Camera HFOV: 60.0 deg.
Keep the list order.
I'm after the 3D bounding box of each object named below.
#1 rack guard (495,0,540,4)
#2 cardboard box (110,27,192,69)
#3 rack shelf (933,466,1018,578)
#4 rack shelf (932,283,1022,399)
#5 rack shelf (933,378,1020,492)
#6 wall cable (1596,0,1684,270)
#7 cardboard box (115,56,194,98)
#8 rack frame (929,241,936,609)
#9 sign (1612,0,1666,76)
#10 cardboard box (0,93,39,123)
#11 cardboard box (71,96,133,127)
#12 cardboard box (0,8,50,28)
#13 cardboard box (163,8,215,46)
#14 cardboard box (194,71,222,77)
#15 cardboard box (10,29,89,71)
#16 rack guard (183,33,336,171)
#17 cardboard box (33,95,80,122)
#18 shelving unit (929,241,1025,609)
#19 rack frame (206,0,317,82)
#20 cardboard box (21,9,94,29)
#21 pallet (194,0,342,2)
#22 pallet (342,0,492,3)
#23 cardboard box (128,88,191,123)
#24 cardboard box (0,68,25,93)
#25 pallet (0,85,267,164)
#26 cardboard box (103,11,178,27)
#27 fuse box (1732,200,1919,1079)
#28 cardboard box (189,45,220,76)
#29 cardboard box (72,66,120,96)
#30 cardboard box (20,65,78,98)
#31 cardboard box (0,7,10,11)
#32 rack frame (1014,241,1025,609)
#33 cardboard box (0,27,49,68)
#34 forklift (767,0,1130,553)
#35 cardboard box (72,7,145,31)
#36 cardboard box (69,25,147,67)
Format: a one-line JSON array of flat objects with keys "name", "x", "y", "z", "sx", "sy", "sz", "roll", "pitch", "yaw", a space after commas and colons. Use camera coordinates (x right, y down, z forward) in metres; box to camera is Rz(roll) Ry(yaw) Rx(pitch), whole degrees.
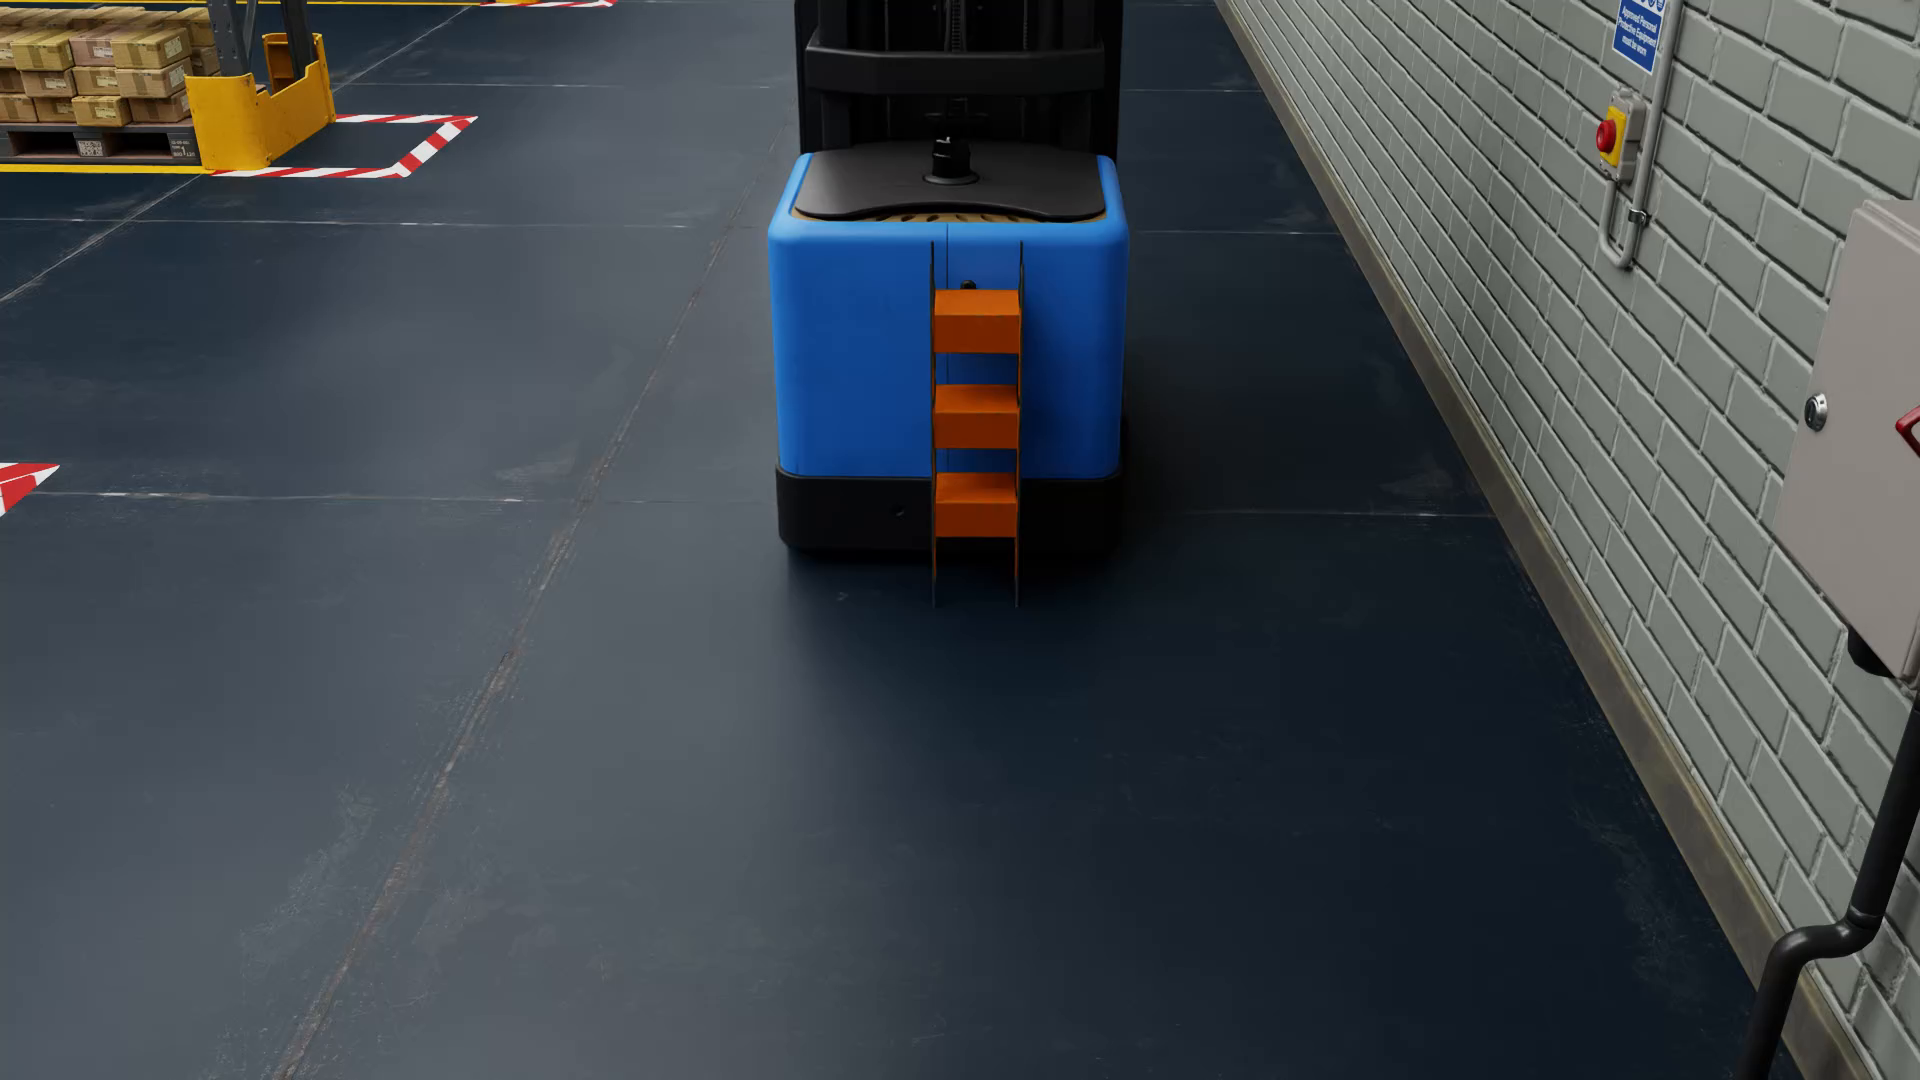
[{"name": "rack guard", "x": -3.570, "y": -4.821, "z": 13.810, "sx": 0.348, "sy": 0.500, "sz": 1.175, "roll": 1, "pitch": 28, "yaw": 2}, {"name": "cardboard box", "x": -4.408, "y": -2.684, "z": 9.071, "sx": 0.250, "sy": 0.149, "sz": 0.380, "roll": 1, "pitch": 28, "yaw": 2}, {"name": "rack shelf", "x": 0.046, "y": -0.054, "z": 4.847, "sx": 0.240, "sy": 0.259, "sz": 0.215, "roll": 0, "pitch": 28, "yaw": 0}, {"name": "rack shelf", "x": 0.046, "y": -0.550, "z": 4.584, "sx": 0.240, "sy": 0.259, "sz": 0.215, "roll": 0, "pitch": 28, "yaw": 0}, {"name": "rack shelf", "x": 0.046, "y": -0.300, "z": 4.717, "sx": 0.240, "sy": 0.259, "sz": 0.215, "roll": 0, "pitch": 28, "yaw": 0}, {"name": "wall cable", "x": 1.692, "y": -1.667, "z": 4.074, "sx": 0.123, "sy": 1.953, "sz": 0.585, "roll": 1, "pitch": 28, "yaw": 2}, {"name": "cardboard box", "x": -4.408, "y": -2.538, "z": 9.113, "sx": 0.250, "sy": 0.149, "sz": 0.380, "roll": 0, "pitch": 28, "yaw": 0}, {"name": "rack frame", "x": -0.076, "y": -0.310, "z": 4.713, "sx": 0.008, "sy": 1.050, "sz": 0.200, "roll": 0, "pitch": 28, "yaw": 0}, {"name": "sign", "x": 1.755, "y": -1.345, "z": 4.297, "sx": 0.001, "sy": 0.218, "sz": 0.327, "roll": 1, "pitch": 28, "yaw": 2}, {"name": "cardboard box", "x": -5.173, "y": -2.442, "z": 9.249, "sx": 0.250, "sy": 0.149, "sz": 0.380, "roll": 1, "pitch": 28, "yaw": 2}, {"name": "cardboard box", "x": -4.664, "y": -2.399, "z": 9.169, "sx": 0.250, "sy": 0.149, "sz": 0.380, "roll": 2, "pitch": 28, "yaw": 3}, {"name": "cardboard box", "x": -5.437, "y": -2.949, "z": 9.570, "sx": 0.250, "sy": 0.149, "sz": 0.380, "roll": 2, "pitch": 28, "yaw": 4}, {"name": "cardboard box", "x": -4.382, "y": -2.962, "z": 9.595, "sx": 0.250, "sy": 0.149, "sz": 0.380, "roll": 0, "pitch": 28, "yaw": -1}, {"name": "cardboard box", "x": -4.383, "y": -2.690, "z": 9.717, "sx": 0.250, "sy": 0.149, "sz": 0.380, "roll": 2, "pitch": 28, "yaw": 3}, {"name": "cardboard box", "x": -4.921, "y": -2.660, "z": 9.026, "sx": 0.250, "sy": 0.149, "sz": 0.380, "roll": 0, "pitch": 28, "yaw": 1}, {"name": "rack guard", "x": -3.946, "y": -2.502, "z": 9.437, "sx": 0.348, "sy": 0.500, "sz": 1.175, "roll": 1, "pitch": 28, "yaw": 2}, {"name": "cardboard box", "x": -4.925, "y": -2.444, "z": 9.253, "sx": 0.250, "sy": 0.149, "sz": 0.380, "roll": 1, "pitch": 28, "yaw": 2}, {"name": "shelving unit", "x": 0.046, "y": -0.309, "z": 4.712, "sx": 0.252, "sy": 1.050, "sz": 0.215, "roll": 0, "pitch": 28, "yaw": 0}, {"name": "rack frame", "x": -3.870, "y": -3.605, "z": 8.849, "sx": 0.127, "sy": 3.000, "sz": 1.000, "roll": 1, "pitch": 28, "yaw": 2}, {"name": "cardboard box", "x": -5.160, "y": -2.940, "z": 9.553, "sx": 0.250, "sy": 0.149, "sz": 0.380, "roll": 0, "pitch": 28, "yaw": -1}, {"name": "pallet", "x": -5.612, "y": -4.691, "z": 13.875, "sx": 1.213, "sy": 0.211, "sz": 1.003, "roll": 1, "pitch": 28, "yaw": 2}, {"name": "pallet", "x": -4.396, "y": -4.670, "z": 13.834, "sx": 1.213, "sy": 0.211, "sz": 1.003, "roll": 1, "pitch": 28, "yaw": 2}, {"name": "cardboard box", "x": -4.404, "y": -2.442, "z": 9.250, "sx": 0.250, "sy": 0.149, "sz": 0.380, "roll": 1, "pitch": 28, "yaw": 3}, {"name": "cardboard box", "x": -5.192, "y": -2.598, "z": 9.227, "sx": 0.250, "sy": 0.149, "sz": 0.380, "roll": 1, "pitch": 28, "yaw": 1}, {"name": "pallet", "x": -4.757, "y": -2.405, "z": 9.561, "sx": 1.213, "sy": 0.211, "sz": 1.003, "roll": 1, "pitch": 28, "yaw": 2}, {"name": "cardboard box", "x": -4.662, "y": -2.910, "z": 9.497, "sx": 0.250, "sy": 0.149, "sz": 0.380, "roll": 1, "pitch": 28, "yaw": 3}, {"name": "fuse box", "x": 1.472, "y": 0.346, "z": 2.771, "sx": 0.414, "sy": 1.711, "sz": 0.539, "roll": 1, "pitch": 28, "yaw": 2}, {"name": "cardboard box", "x": -4.385, "y": -2.792, "z": 9.591, "sx": 0.250, "sy": 0.149, "sz": 0.380, "roll": 2, "pitch": 28, "yaw": 4}, {"name": "cardboard box", "x": -4.667, "y": -2.567, "z": 9.169, "sx": 0.250, "sy": 0.149, "sz": 0.380, "roll": 0, "pitch": 28, "yaw": 1}, {"name": "cardboard box", "x": -4.927, "y": -2.546, "z": 9.127, "sx": 0.250, "sy": 0.149, "sz": 0.380, "roll": 0, "pitch": 28, "yaw": 0}, {"name": "cardboard box", "x": -5.698, "y": -2.974, "z": 9.619, "sx": 0.250, "sy": 0.149, "sz": 0.380, "roll": 1, "pitch": 28, "yaw": 3}, {"name": "rack frame", "x": 0.168, "y": -0.308, "z": 4.711, "sx": 0.008, "sy": 1.050, "sz": 0.200, "roll": 0, "pitch": 28, "yaw": 0}, {"name": "cardboard box", "x": -5.177, "y": -2.694, "z": 9.090, "sx": 0.250, "sy": 0.149, "sz": 0.380, "roll": 0, "pitch": 28, "yaw": 0}, {"name": "forklift", "x": 0.002, "y": -1.907, "z": 5.717, "sx": 1.130, "sy": 2.935, "sz": 3.031, "roll": 1, "pitch": 28, "yaw": 1}, {"name": "cardboard box", "x": -4.909, "y": -2.974, "z": 9.618, "sx": 0.250, "sy": 0.149, "sz": 0.380, "roll": 1, "pitch": 28, "yaw": 2}, {"name": "cardboard box", "x": -4.658, "y": -2.715, "z": 9.130, "sx": 0.250, "sy": 0.149, "sz": 0.380, "roll": 1, "pitch": 28, "yaw": 3}]
